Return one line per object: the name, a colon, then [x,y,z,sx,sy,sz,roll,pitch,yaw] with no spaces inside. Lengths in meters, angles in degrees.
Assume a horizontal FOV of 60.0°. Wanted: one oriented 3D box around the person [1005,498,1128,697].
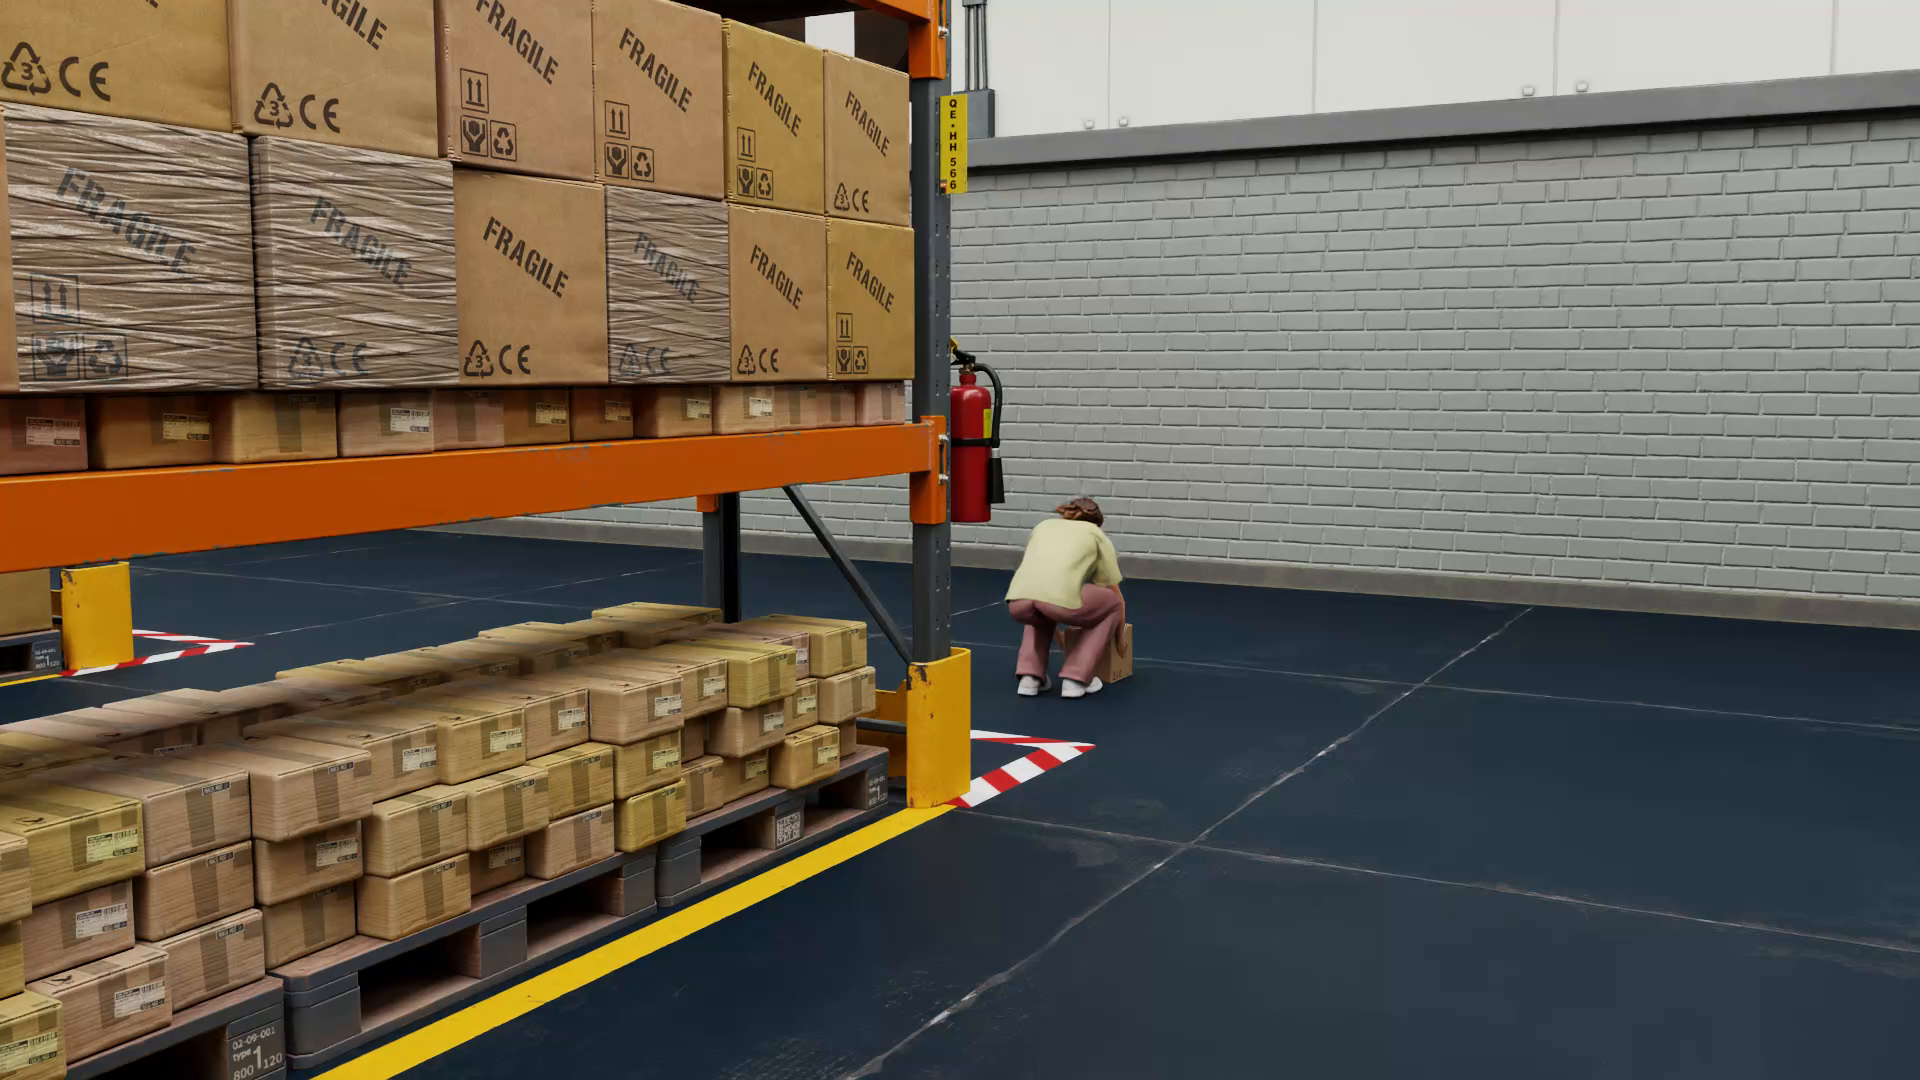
person: [0.478,0.261,7.698,0.480,0.873,0.801,3,7,28]
